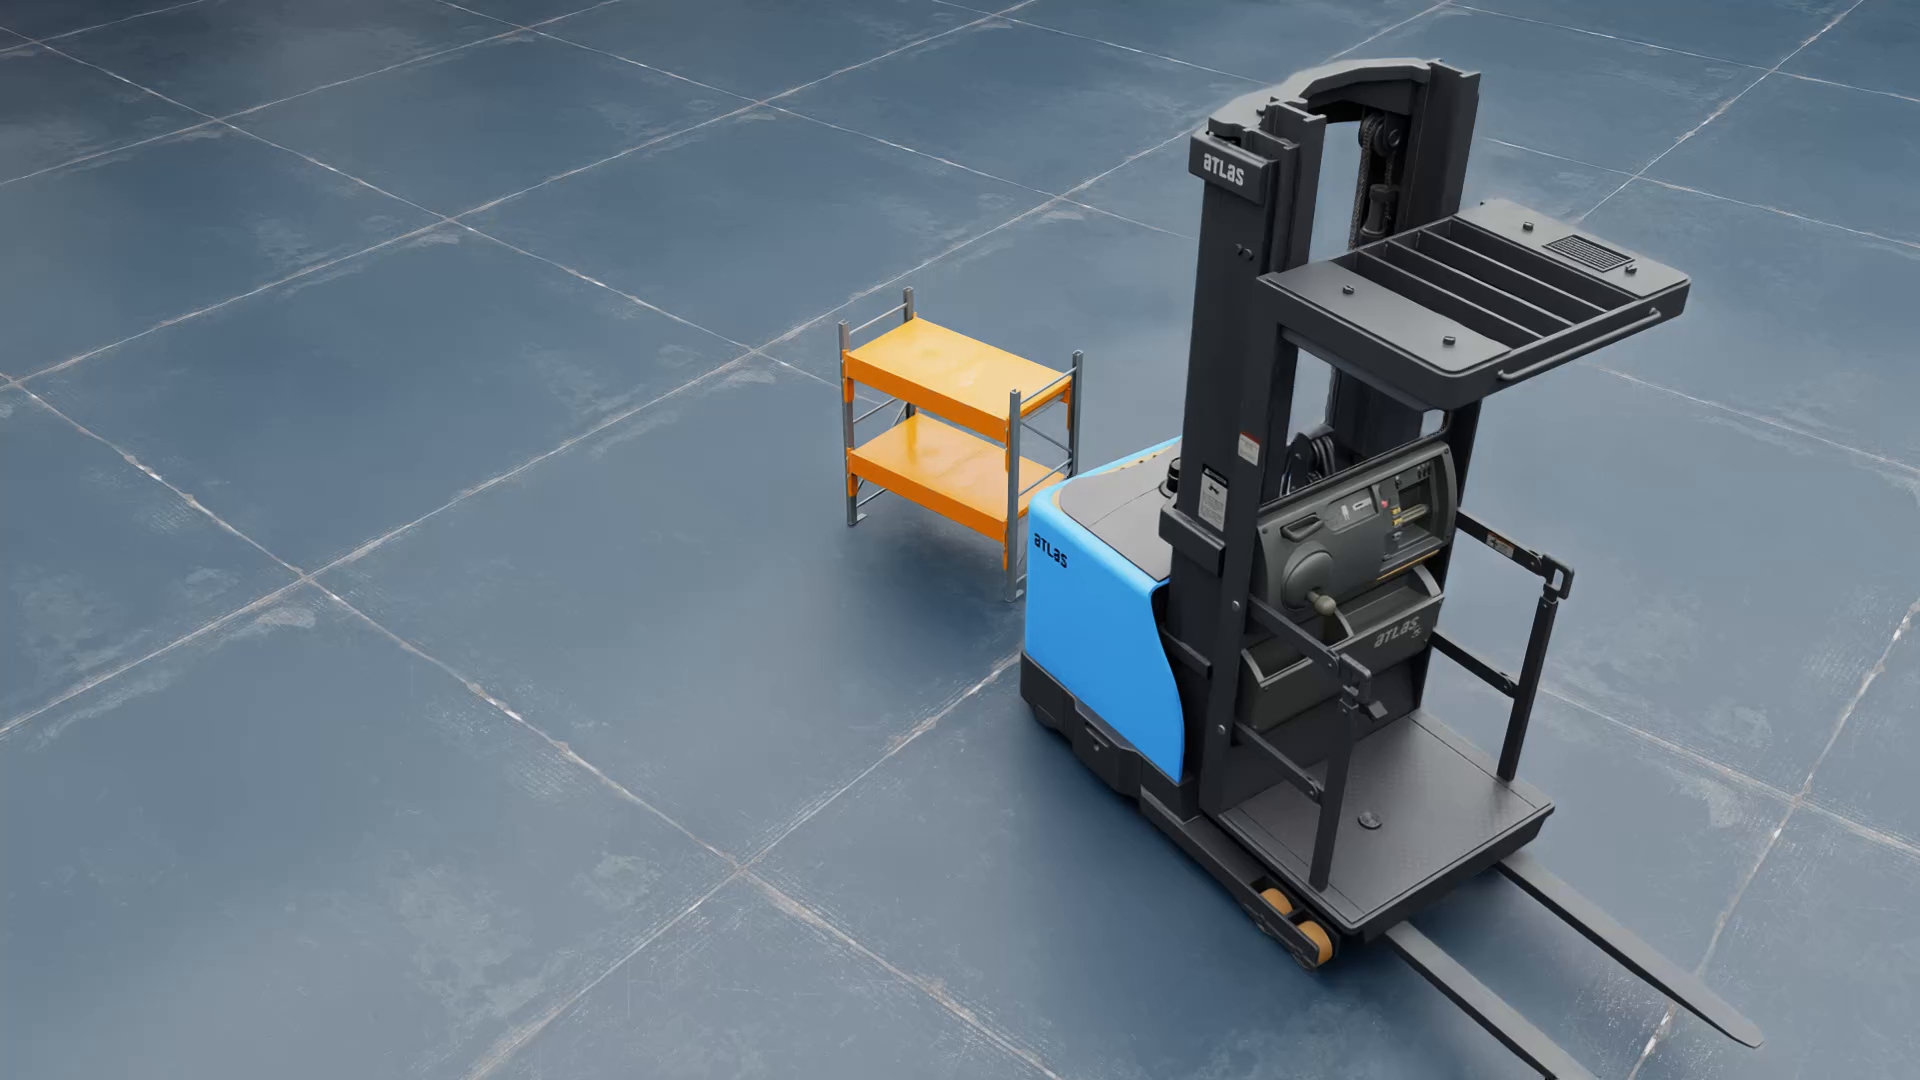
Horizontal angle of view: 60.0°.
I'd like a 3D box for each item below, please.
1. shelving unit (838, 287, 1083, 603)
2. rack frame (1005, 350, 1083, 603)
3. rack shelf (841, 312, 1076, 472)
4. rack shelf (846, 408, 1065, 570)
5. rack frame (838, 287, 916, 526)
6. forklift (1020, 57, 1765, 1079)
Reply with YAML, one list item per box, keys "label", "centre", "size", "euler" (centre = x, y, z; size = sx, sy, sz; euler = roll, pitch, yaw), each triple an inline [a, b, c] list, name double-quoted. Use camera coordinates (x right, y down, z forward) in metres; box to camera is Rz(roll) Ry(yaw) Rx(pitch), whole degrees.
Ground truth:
- label: "shelving unit"
  centre: [-0.005, -0.466, 7.935]
  size: [1.048, 1.125, 0.538]
  euler: [25, 42, 32]
- label: "rack frame"
  centre: [0.385, -0.282, 7.667]
  size: [0.032, 1.125, 0.500]
  euler: [25, 42, 32]
- label: "rack shelf"
  centre: [-0.005, -0.707, 7.769]
  size: [1.000, 0.278, 0.538]
  euler: [25, 42, 32]
- label: "rack shelf"
  centre: [-0.005, -0.265, 8.074]
  size: [1.000, 0.278, 0.538]
  euler: [25, 42, 32]
- label: "rack frame"
  centre: [-0.396, -0.650, 8.203]
  size: [0.032, 1.125, 0.500]
  euler: [25, 42, 32]
- label: "forklift"
  centre: [1.510, 0.023, 5.628]
  size: [1.130, 2.935, 3.031]
  euler: [-21, 40, -28]
